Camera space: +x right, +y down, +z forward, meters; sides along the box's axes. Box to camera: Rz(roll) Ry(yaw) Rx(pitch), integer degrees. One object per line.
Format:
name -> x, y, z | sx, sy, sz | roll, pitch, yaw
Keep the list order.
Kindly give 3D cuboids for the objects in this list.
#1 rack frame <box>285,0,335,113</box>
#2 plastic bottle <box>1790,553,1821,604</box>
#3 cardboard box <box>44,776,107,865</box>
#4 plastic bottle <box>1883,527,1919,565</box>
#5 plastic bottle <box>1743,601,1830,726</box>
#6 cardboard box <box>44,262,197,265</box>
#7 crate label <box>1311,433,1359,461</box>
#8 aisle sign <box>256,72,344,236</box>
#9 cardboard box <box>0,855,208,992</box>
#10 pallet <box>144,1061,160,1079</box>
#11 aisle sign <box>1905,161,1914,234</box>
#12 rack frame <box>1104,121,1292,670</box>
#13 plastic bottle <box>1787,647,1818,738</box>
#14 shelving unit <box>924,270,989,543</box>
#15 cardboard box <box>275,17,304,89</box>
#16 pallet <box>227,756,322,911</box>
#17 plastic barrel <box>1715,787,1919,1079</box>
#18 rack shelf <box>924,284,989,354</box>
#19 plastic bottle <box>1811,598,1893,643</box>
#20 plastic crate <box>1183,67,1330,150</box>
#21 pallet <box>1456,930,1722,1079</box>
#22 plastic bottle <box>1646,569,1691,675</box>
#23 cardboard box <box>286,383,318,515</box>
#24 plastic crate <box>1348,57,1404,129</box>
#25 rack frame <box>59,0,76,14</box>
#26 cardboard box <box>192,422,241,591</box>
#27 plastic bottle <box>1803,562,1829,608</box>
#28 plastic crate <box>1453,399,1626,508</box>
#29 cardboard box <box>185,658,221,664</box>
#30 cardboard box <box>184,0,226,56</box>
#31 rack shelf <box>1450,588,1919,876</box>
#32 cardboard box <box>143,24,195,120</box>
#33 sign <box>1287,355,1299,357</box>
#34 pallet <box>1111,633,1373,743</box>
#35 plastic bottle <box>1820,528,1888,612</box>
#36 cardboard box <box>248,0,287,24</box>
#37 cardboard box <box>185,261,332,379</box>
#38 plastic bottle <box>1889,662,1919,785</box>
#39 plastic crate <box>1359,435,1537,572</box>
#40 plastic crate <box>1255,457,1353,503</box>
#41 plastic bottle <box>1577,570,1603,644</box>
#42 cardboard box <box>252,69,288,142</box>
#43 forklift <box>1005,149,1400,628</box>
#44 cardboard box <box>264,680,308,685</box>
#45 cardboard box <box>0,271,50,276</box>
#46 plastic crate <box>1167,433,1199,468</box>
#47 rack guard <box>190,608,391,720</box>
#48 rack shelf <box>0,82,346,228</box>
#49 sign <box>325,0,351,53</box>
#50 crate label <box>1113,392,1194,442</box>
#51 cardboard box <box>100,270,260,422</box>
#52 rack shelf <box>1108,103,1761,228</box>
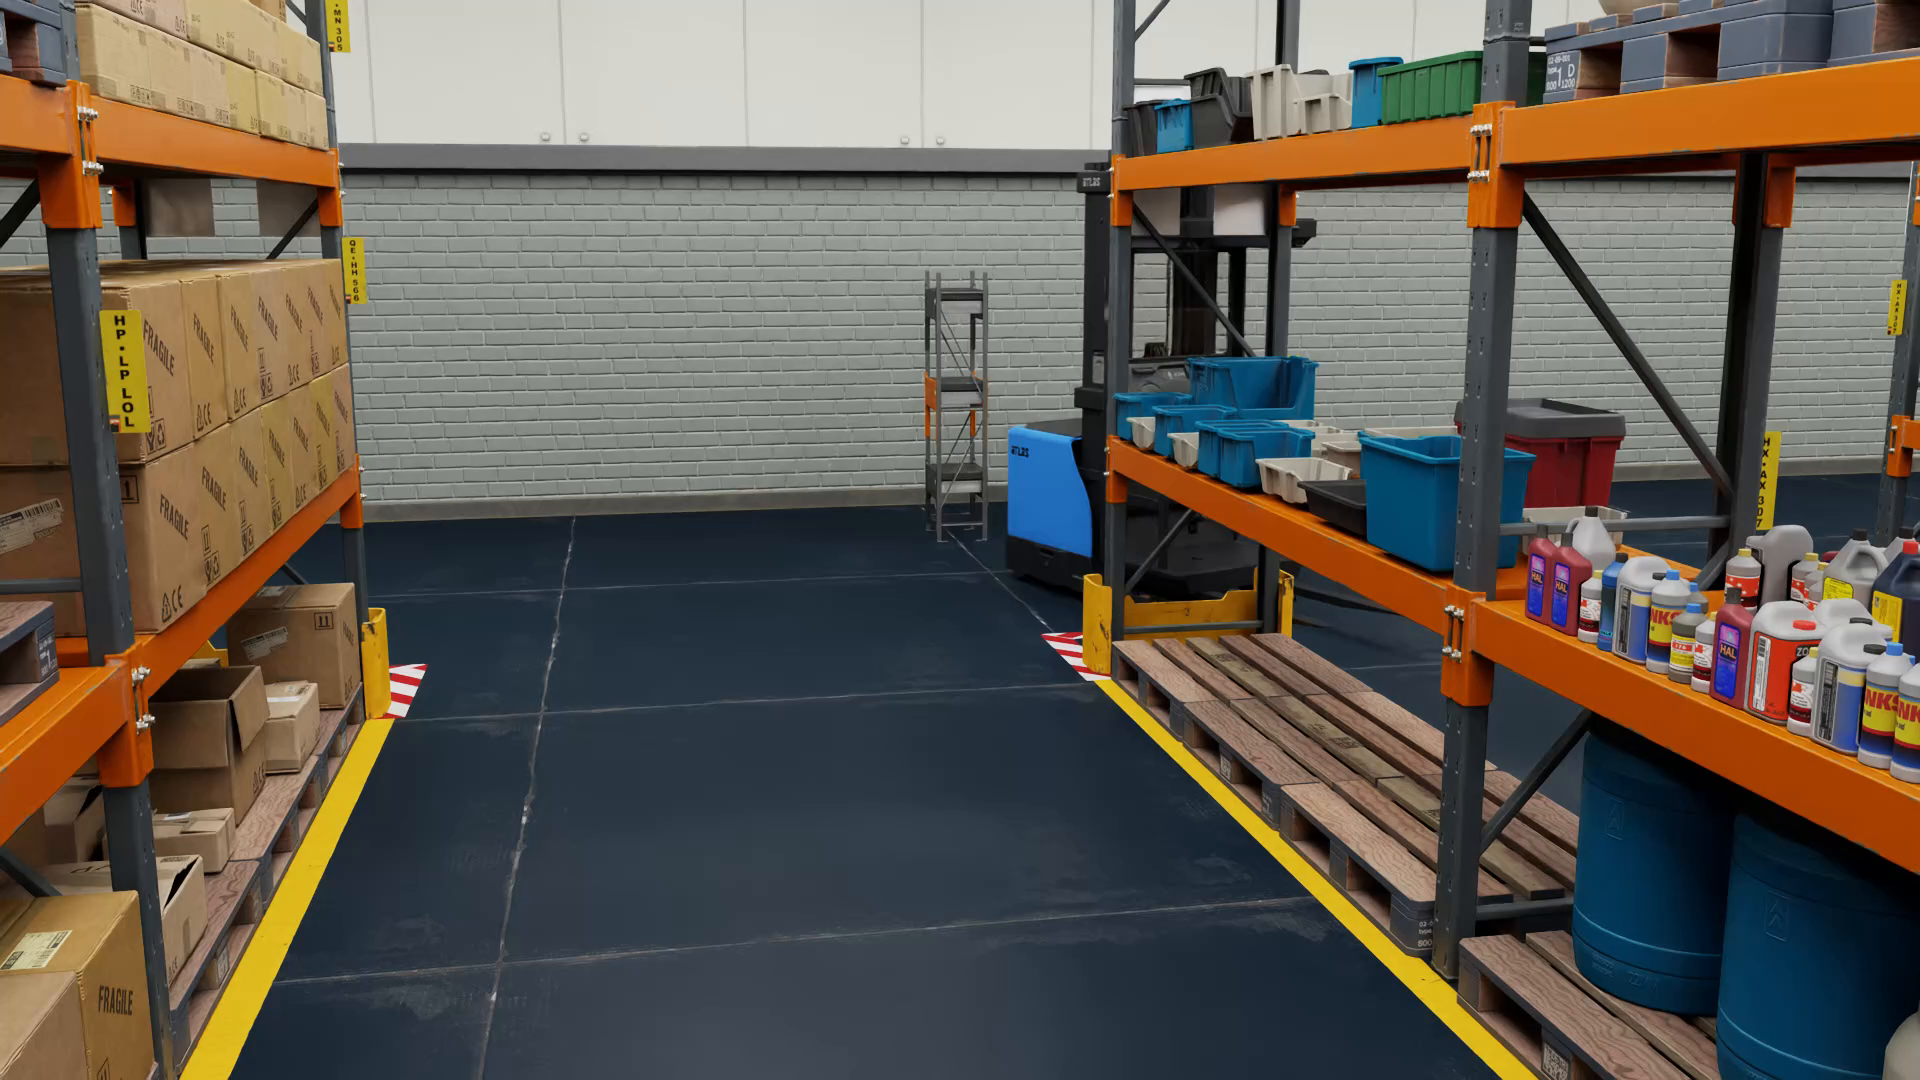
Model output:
rack frame -> -3.546, -3.539, 7.724 | 1.000, 3.000, 0.127 | -2, 11, -11
plastic bottle -> 2.535, 0.141, 4.967 | 0.097, 0.201, 0.097 | 0, 11, 0
cardboard box -> -3.303, 1.015, 5.858 | 0.500, 0.311, 0.500 | -2, 11, -11
plastic bottle -> 2.592, 0.143, 4.554 | 0.144, 0.351, 0.185 | -2, 11, -11
plastic bottle -> 1.988, 0.292, 3.973 | 0.152, 0.276, 0.135 | -2, 11, -11
cardboard box -> -3.609, -0.946, 7.201 | 0.500, 0.500, 0.500 | -2, 11, -10
crate label -> 1.770, -0.425, 7.949 | 0.396, 0.136, 0.243 | -2, 11, -11
aisle sign -> -3.258, -1.893, 8.166 | 0.394, 0.787, 0.004 | -2, 11, -11
cardboard box -> -2.637, 1.162, 5.086 | 0.500, 0.311, 0.500 | -2, 11, -11
pallet -> -2.572, 1.659, 3.914 | 1.003, 0.211, 1.213 | -2, 11, -11
aisle sign -> 5.864, -2.231, 9.943 | 0.394, 0.787, 0.004 | -2, 11, -11
rack frame -> 1.314, -0.771, 9.227 | 1.000, 3.000, 0.127 | -2, 11, -11
plastic bottle -> 1.984, 0.351, 3.863 | 0.097, 0.201, 0.097 | 0, 11, 0
shelving unit -> -0.032, -1.062, 13.160 | 0.431, 2.100, 0.503 | -2, 11, -11
cardboard box -> -3.098, -2.061, 7.043 | 0.500, 0.250, 0.500 | -2, 11, -11
pallet -> -3.141, 1.161, 6.531 | 1.003, 0.211, 1.213 | -2, 11, -11
plastic barrel -> 2.319, 1.017, 4.320 | 0.600, 0.901, 0.708 | -2, 11, -11
rack shelf -> -0.032, -1.736, 13.031 | 0.431, 0.518, 0.480 | -2, 11, -11
plastic bottle -> 2.137, 0.286, 4.002 | 0.152, 0.276, 0.135 | -2, 11, -11
plastic crate -> 1.341, -1.924, 7.428 | 0.504, 0.338, 0.767 | -2, 11, -11
pallet -> 2.201, 1.475, 4.882 | 1.003, 0.211, 1.213 | -2, 11, -11
plastic bottle -> 1.875, 0.214, 4.396 | 0.097, 0.271, 0.097 | 0, 11, 0
cardboard box -> -2.995, -0.382, 6.914 | 0.500, 0.500, 0.500 | -2, 11, -11
plastic crate -> 1.602, -1.584, 5.924 | 0.416, 0.233, 0.300 | -2, 11, -11
rack frame -> -2.768, -2.805, 3.869 | 1.000, 3.000, 0.127 | -2, 11, -11
cardboard box -> -2.702, -0.105, 5.457 | 0.500, 0.500, 0.500 | -2, 11, -10
plastic bottle -> 2.501, 0.167, 4.827 | 0.097, 0.201, 0.097 | 0, 11, 0
plastic crate -> 2.164, -0.272, 6.270 | 0.402, 0.464, 0.583 | -2, 11, -11
cardboard box -> -3.801, 0.682, 8.041 | 0.380, 0.149, 0.250 | -2, 11, -11
cardboard box -> -2.803, -1.786, 5.598 | 0.500, 0.250, 0.500 | -2, 11, -11
rack shelf -> 2.481, 0.682, 3.513 | 1.077, 0.370, 4.000 | -2, 11, -11
cardboard box -> -2.713, -1.448, 5.162 | 0.500, 0.250, 0.500 | -2, 11, -11
sign -> 1.850, -0.875, 9.333 | 0.100, 0.325, 0.005 | -2, 11, -11
pallet -> 1.436, 0.751, 8.686 | 1.003, 0.211, 1.213 | -2, 11, -11
plastic bottle -> 2.450, 0.148, 4.527 | 0.144, 0.351, 0.185 | -2, 11, -11
cardboard box -> -3.430, -2.512, 7.409 | 0.700, 0.500, 0.500 | -2, 11, -11
cardboard box -> -3.090, -0.968, 7.319 | 0.500, 0.500, 0.500 | -2, 11, -9
plastic bottle -> 2.048, 0.377, 3.540 | 0.097, 0.271, 0.097 | 0, 11, 0
plastic crate -> 1.667, -0.133, 5.753 | 0.392, 0.384, 0.575 | -2, 11, -11
plastic crate -> 1.458, -0.246, 7.012 | 0.293, 0.136, 0.466 | -2, 11, -11
plastic bottle -> 1.811, 0.187, 4.720 | 0.097, 0.201, 0.097 | 0, 11, 0
cardboard box -> -2.991, -1.724, 6.610 | 0.500, 0.250, 0.500 | -2, 11, -11
forklift -> 1.534, -0.999, 10.608 | 1.130, 2.935, 3.031 | -7, 13, -32
cardboard box -> -3.208, 0.752, 7.624 | 0.380, 0.166, 0.250 | -2, 11, -11
cardboard box -> -3.320, -0.668, 5.744 | 0.500, 0.500, 0.500 | -2, 11, -11
plastic crate -> 1.152, -0.428, 7.967 | 0.250, 0.136, 0.298 | -2, 11, -11
rack guard -> -3.531, 0.650, 8.445 | 1.175, 0.500, 0.348 | -2, 11, -11
rack shelf -> -3.157, -1.345, 6.144 | 1.077, 0.370, 4.000 | -2, 11, -11
sign -> -2.997, -2.517, 8.008 | 0.100, 0.325, 0.005 | -2, 11, -11
crate label -> 1.039, -0.661, 8.937 | 0.416, 0.233, 0.303 | -2, 11, -11
cardboard box -> -2.784, -0.684, 5.828 | 0.500, 0.500, 0.500 | -2, 11, -13
rack shelf -> 1.703, -1.525, 7.087 | 1.077, 0.370, 4.000 | -2, 11, -11
